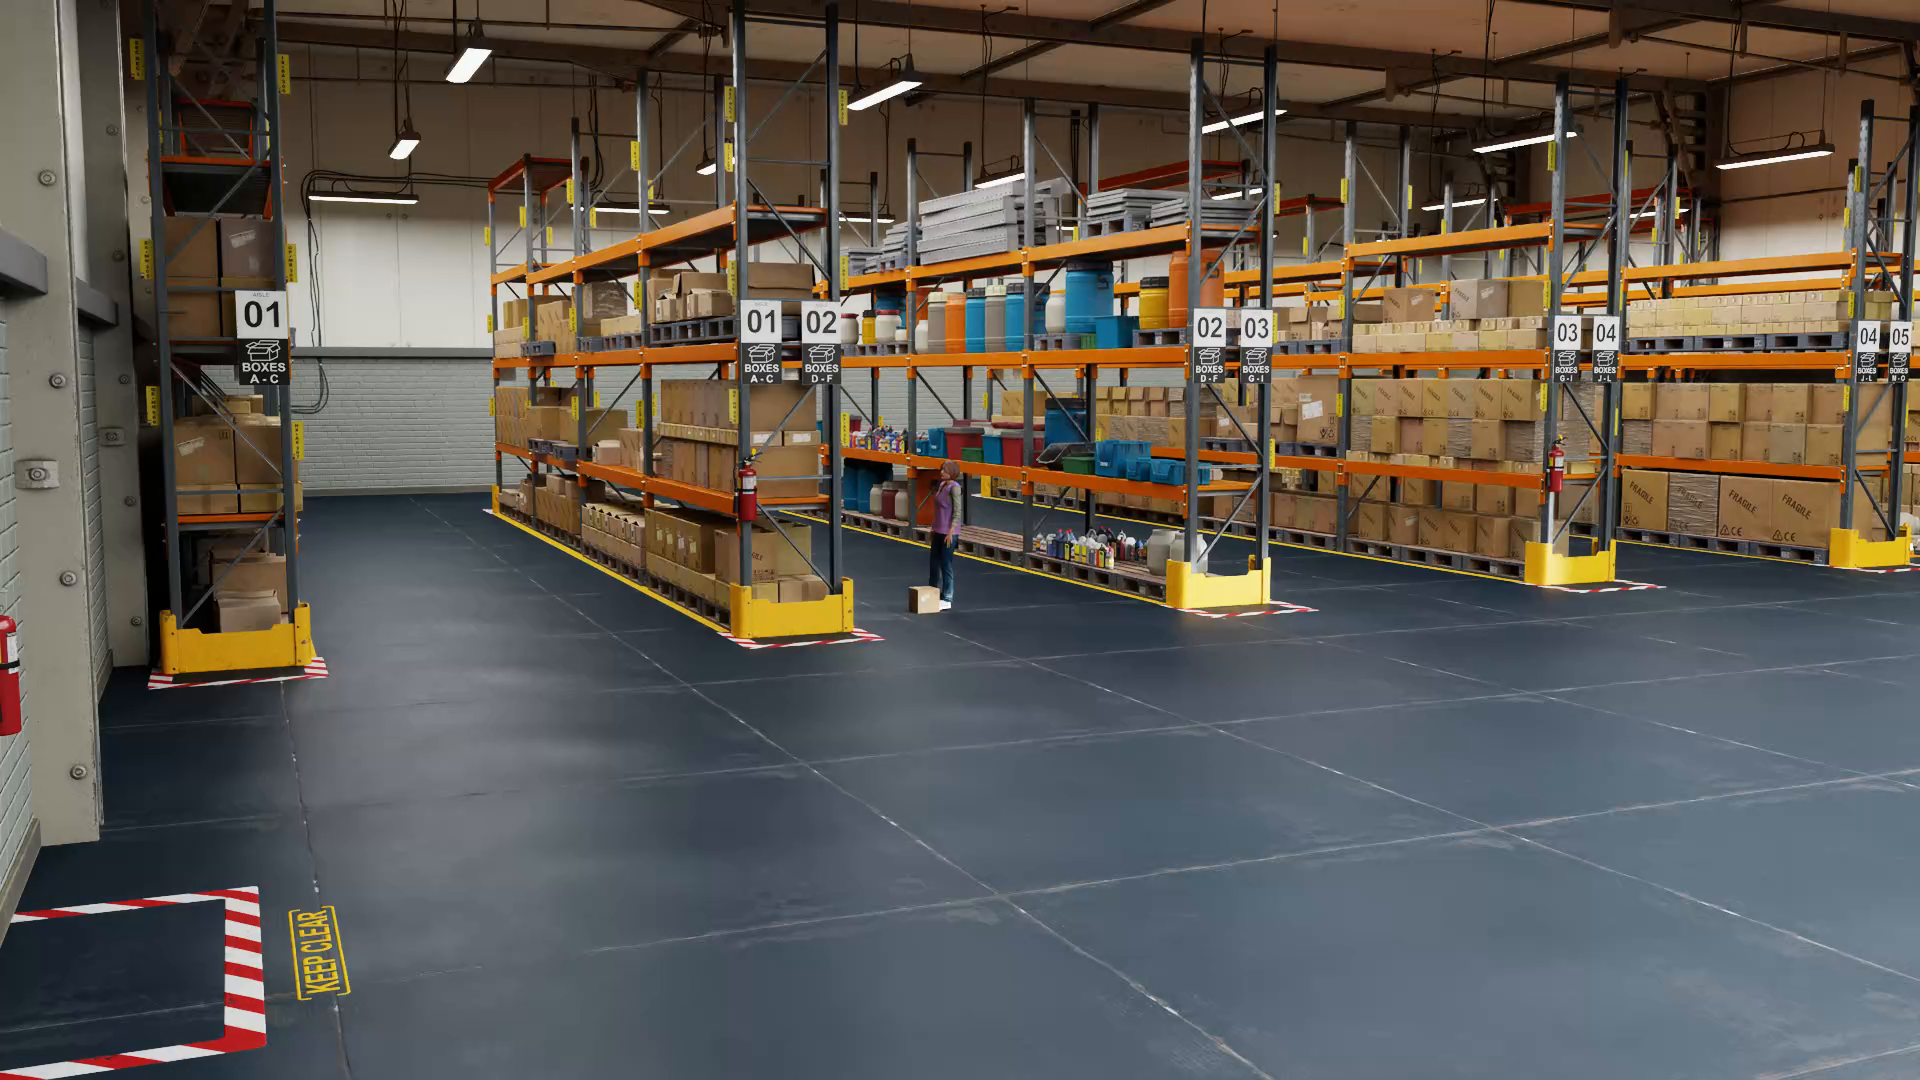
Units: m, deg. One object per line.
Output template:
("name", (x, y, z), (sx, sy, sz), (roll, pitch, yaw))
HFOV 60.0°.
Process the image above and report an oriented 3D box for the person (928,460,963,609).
("person", (-0.227, -0.056, 17.684), (0.475, 1.596, 0.520), (-2, 6, -24))
